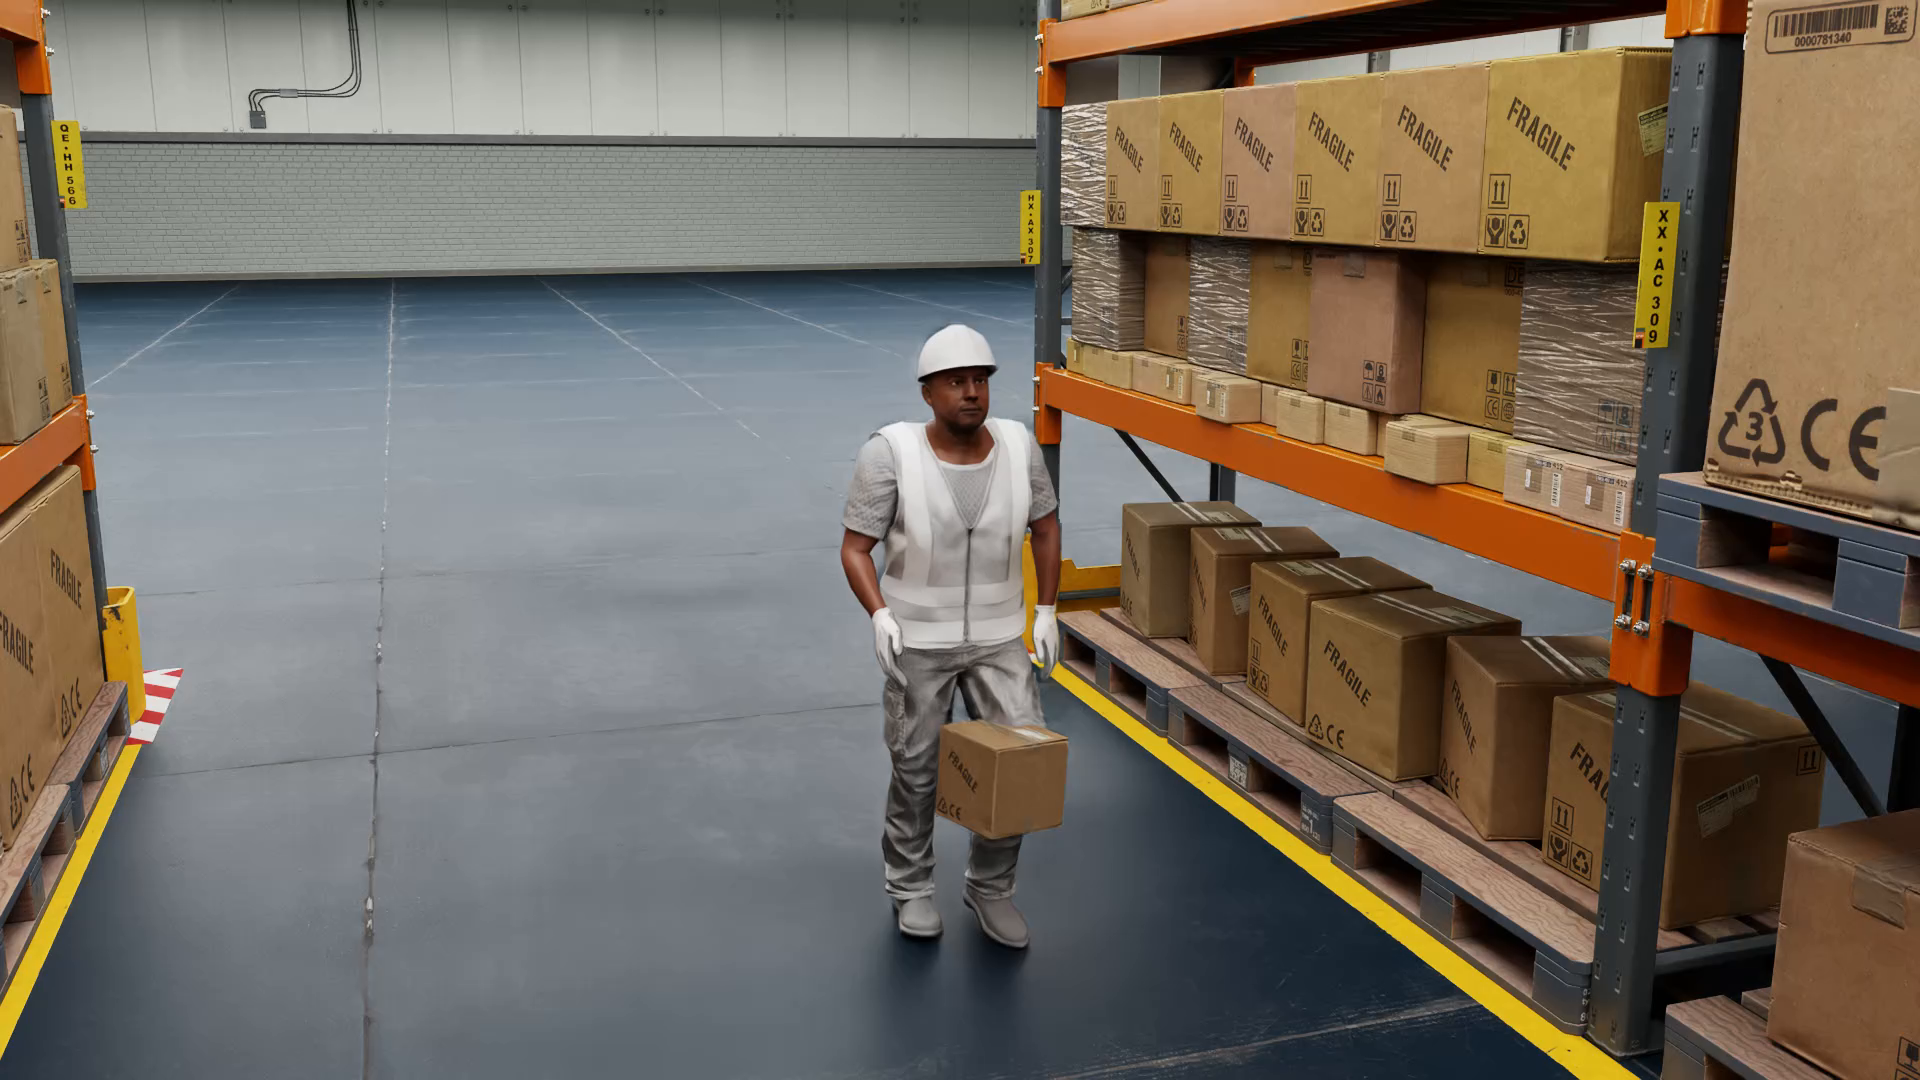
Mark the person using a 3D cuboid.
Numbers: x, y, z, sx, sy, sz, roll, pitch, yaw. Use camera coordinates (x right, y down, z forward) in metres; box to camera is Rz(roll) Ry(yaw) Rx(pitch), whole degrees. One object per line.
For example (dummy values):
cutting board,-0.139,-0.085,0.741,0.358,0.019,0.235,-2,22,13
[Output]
person,0.000,0.287,4.638,0.655,1.768,0.538,-3,13,-16
